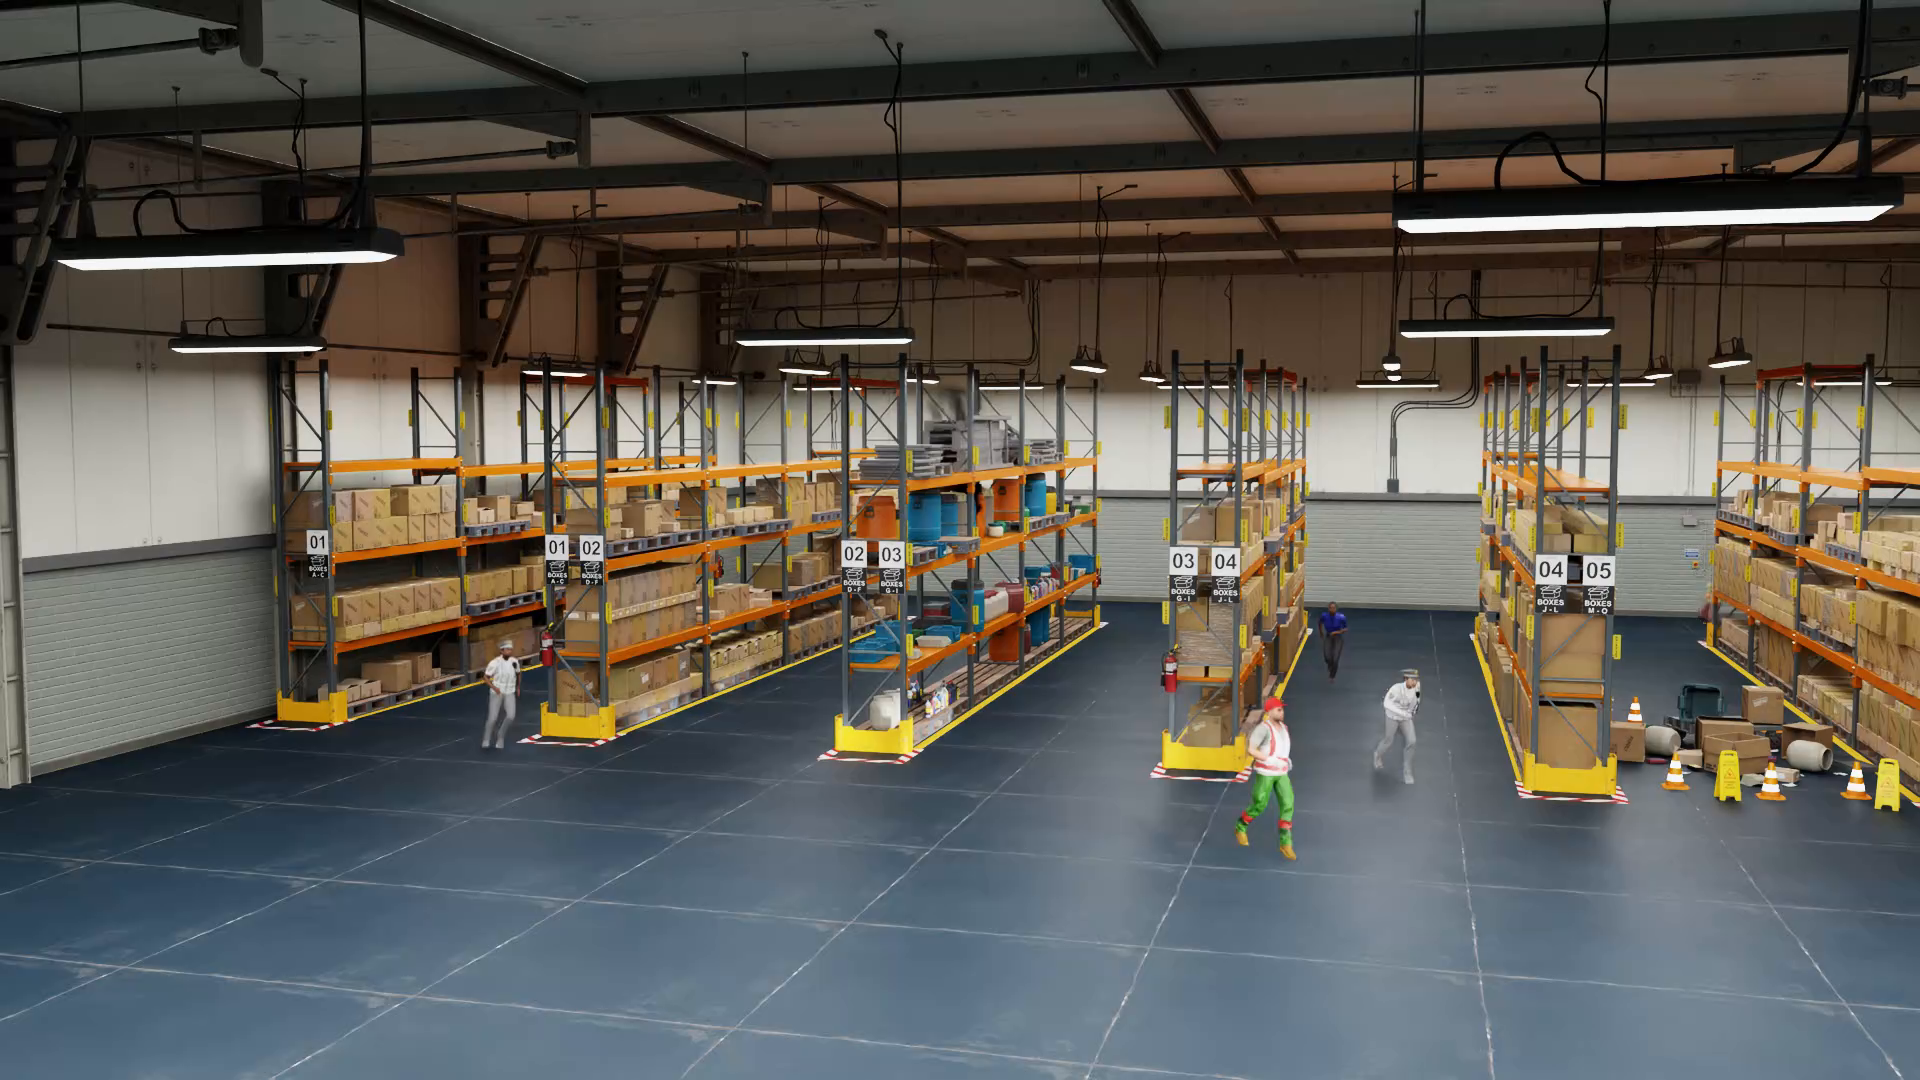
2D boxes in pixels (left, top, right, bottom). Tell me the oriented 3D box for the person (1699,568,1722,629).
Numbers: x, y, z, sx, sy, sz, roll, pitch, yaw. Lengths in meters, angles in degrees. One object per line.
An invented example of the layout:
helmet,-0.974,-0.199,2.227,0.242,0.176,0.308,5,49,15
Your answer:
person,17.319,1.440,38.265,0.540,1.630,0.574,0,4,0

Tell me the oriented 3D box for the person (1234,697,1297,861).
person,3.609,2.718,19.229,0.698,1.800,0.945,-3,5,-33

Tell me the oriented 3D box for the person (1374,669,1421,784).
person,6.126,2.560,23.325,0.658,1.625,0.967,-2,4,-20

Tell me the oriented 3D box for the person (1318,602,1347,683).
person,7.081,1.953,31.647,0.562,1.582,0.675,1,4,17

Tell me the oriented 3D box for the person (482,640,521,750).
person,-6.954,2.358,25.382,0.647,1.666,0.601,-3,5,-33
